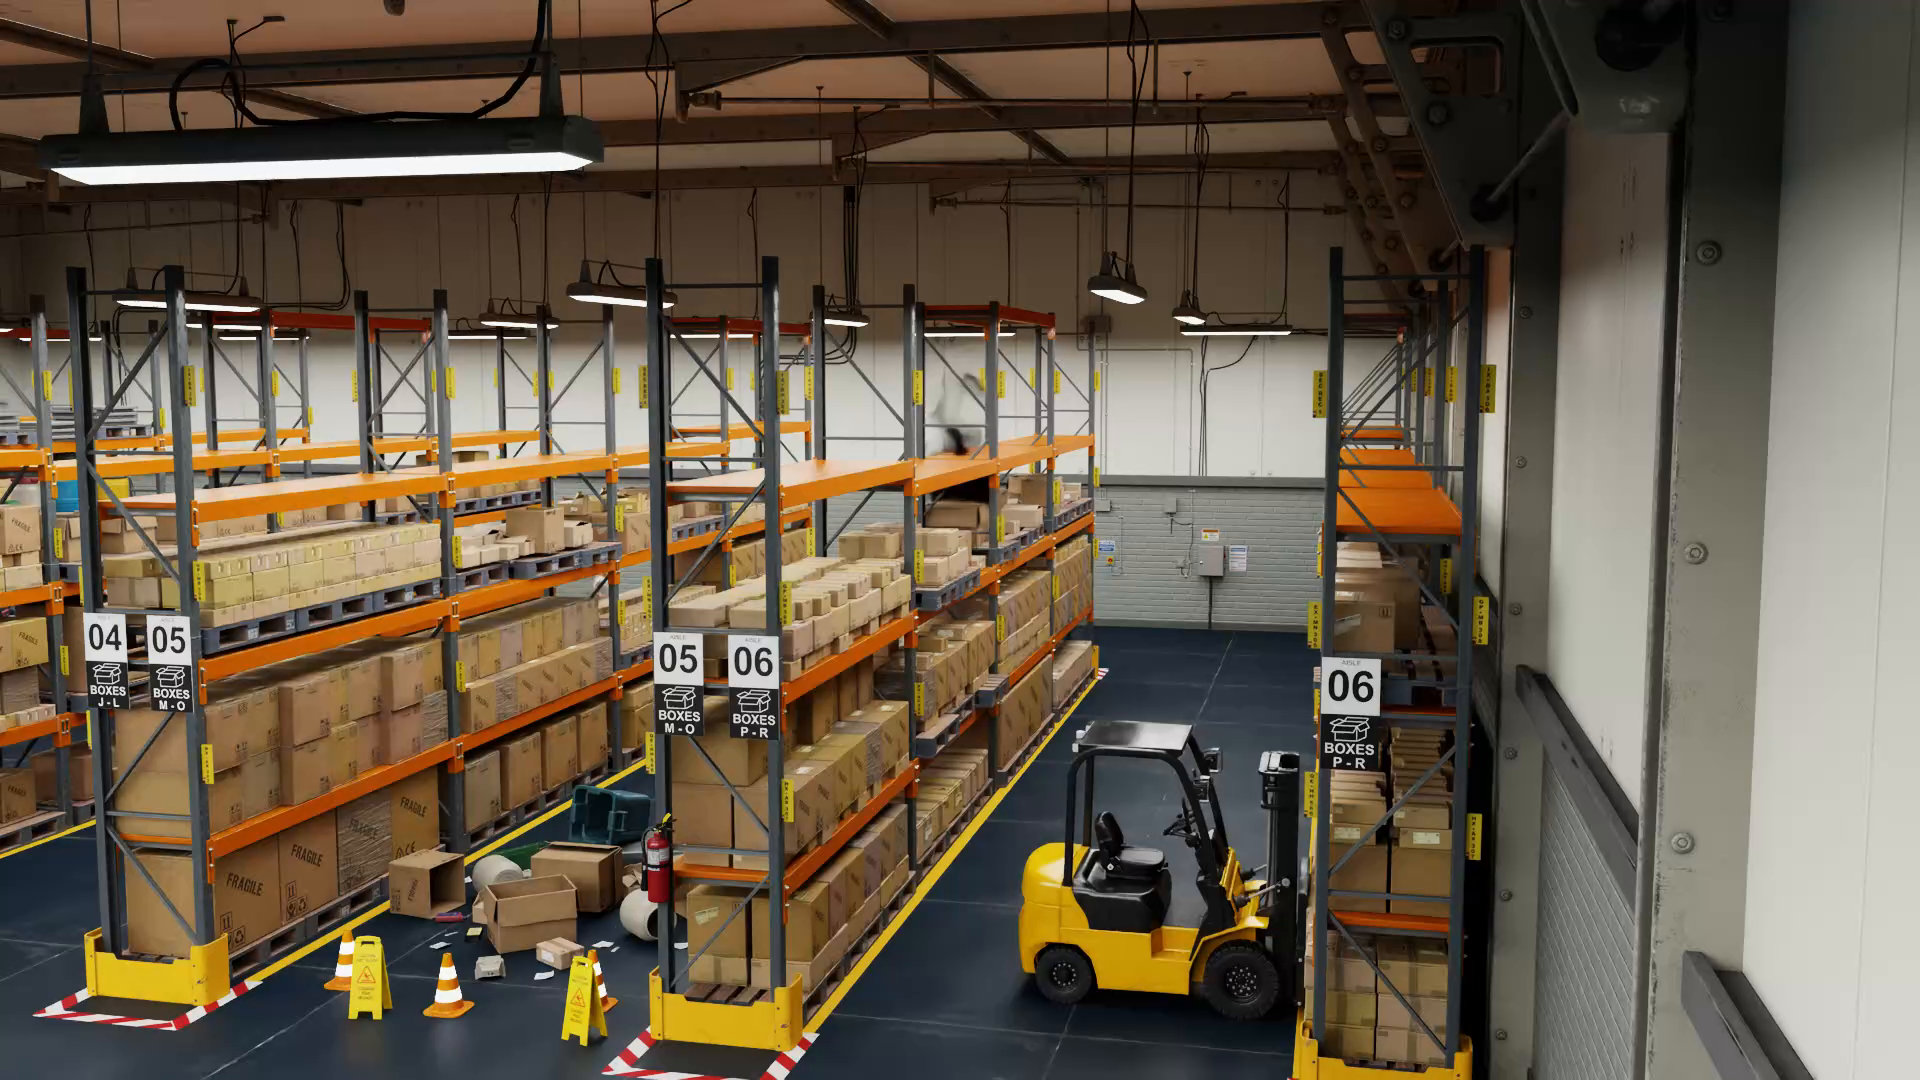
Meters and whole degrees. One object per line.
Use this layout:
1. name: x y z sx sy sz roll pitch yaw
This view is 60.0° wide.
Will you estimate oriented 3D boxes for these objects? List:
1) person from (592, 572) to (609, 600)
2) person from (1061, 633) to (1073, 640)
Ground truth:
1. person: -6.593 1.225 31.025 0.847 1.648 0.600 5 7 38
2. person: 1.803 1.395 29.613 0.581 1.553 0.547 3 7 28
